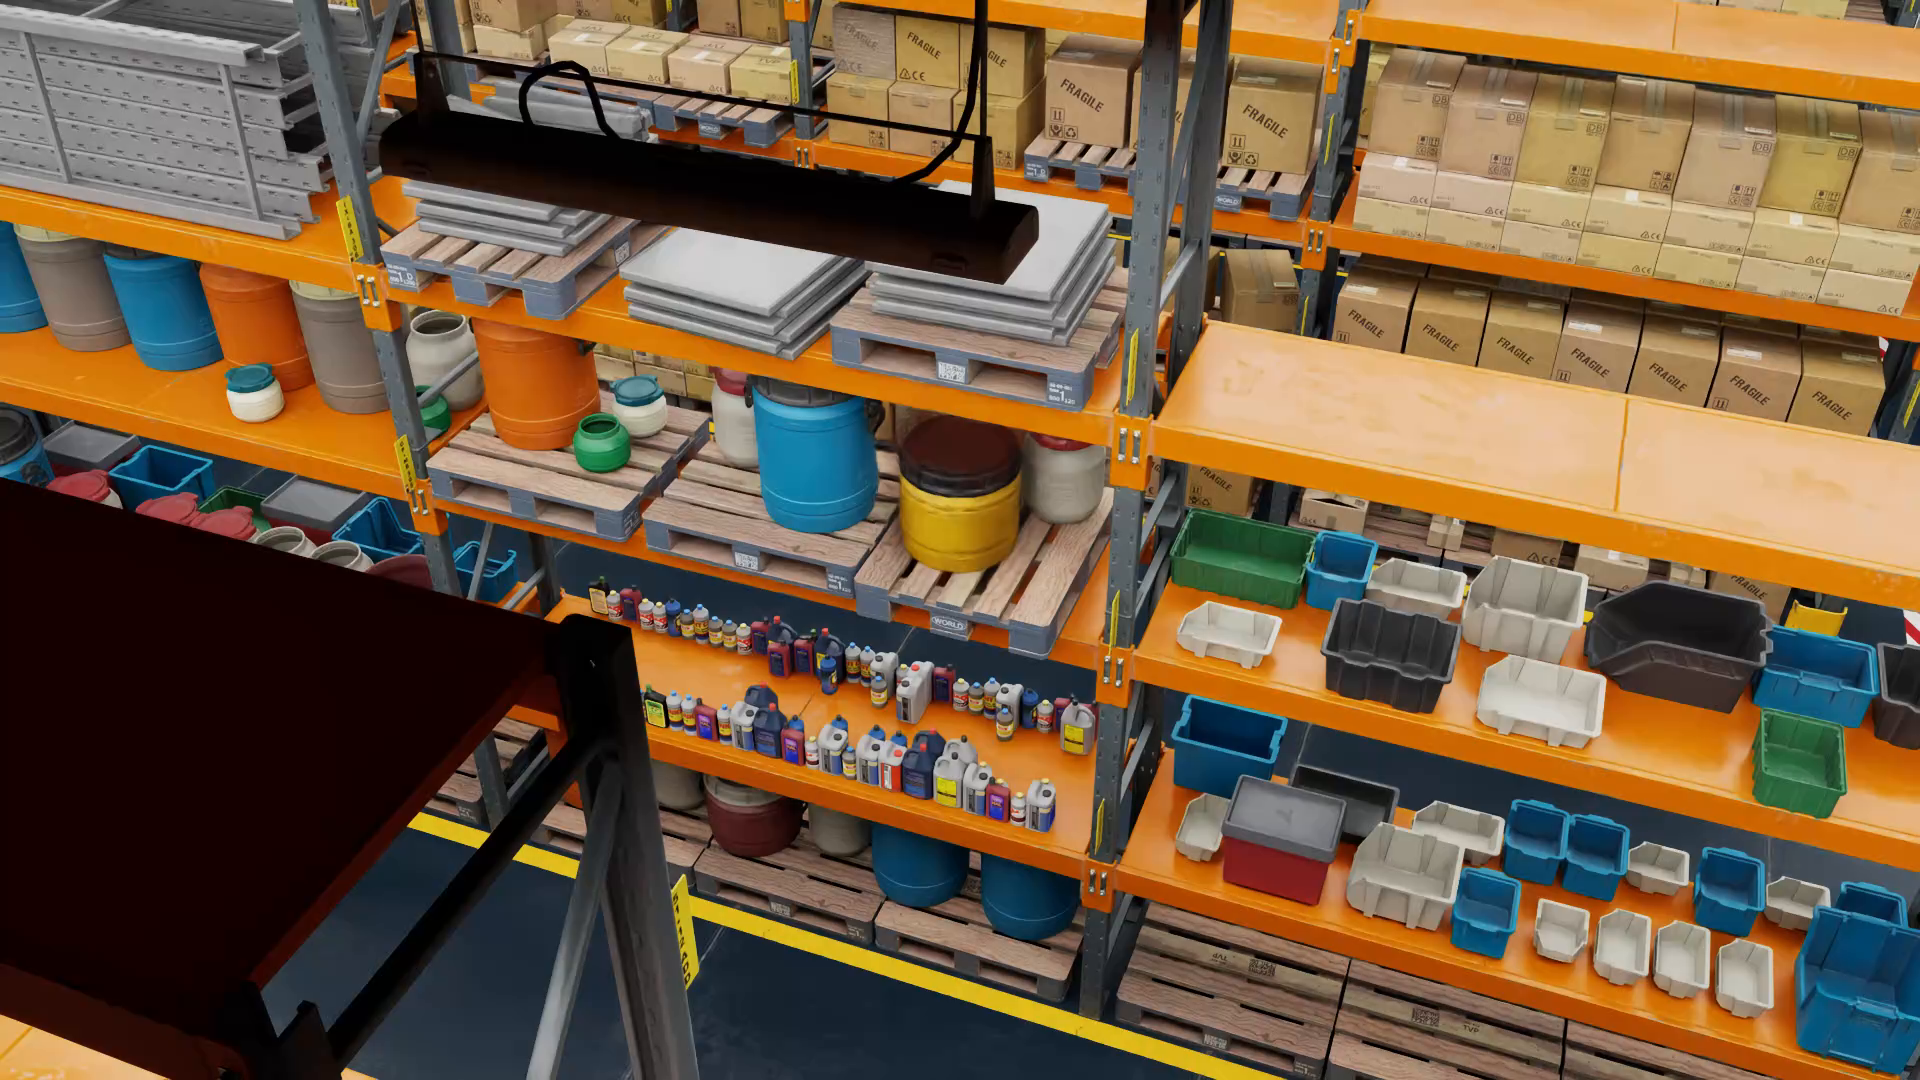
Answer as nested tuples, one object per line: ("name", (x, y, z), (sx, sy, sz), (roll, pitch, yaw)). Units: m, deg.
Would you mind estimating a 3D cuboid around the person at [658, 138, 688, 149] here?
("person", (-3.127, -3.962, 17.303), (0.732, 1.817, 0.593), (-2, 37, -3))
